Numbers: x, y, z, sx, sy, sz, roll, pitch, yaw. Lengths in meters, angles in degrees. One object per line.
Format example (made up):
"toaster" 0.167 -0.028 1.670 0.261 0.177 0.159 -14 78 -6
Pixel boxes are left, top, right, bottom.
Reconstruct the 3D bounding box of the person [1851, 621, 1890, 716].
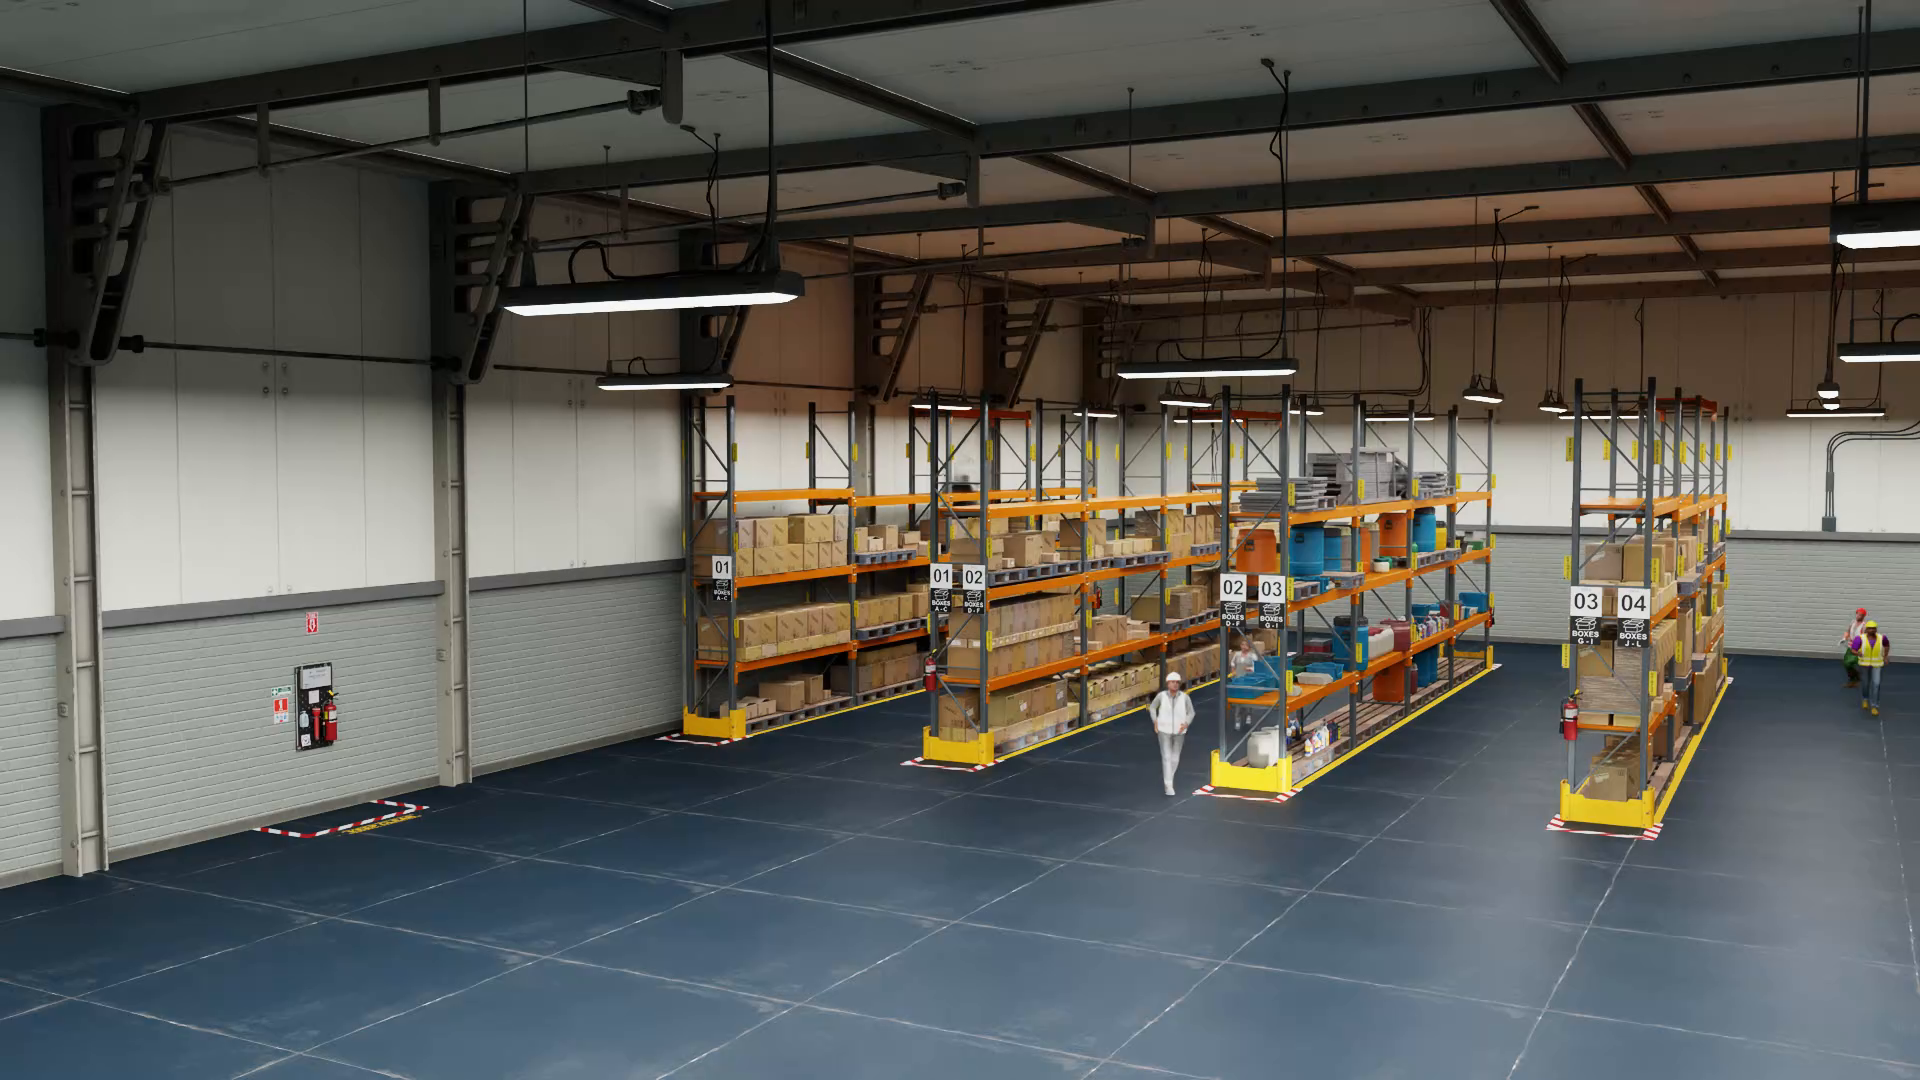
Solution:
"person" 17.457 2.424 31.909 0.651 1.777 0.952 2 3 29

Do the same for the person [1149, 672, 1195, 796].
"person" 3.140 2.829 24.594 0.663 1.769 0.896 0 3 -1

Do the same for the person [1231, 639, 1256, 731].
"person" 5.151 2.650 30.161 0.510 1.557 0.735 1 3 16

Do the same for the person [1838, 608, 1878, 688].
"person" 18.867 2.284 35.010 0.584 1.720 0.720 -1 3 -18
